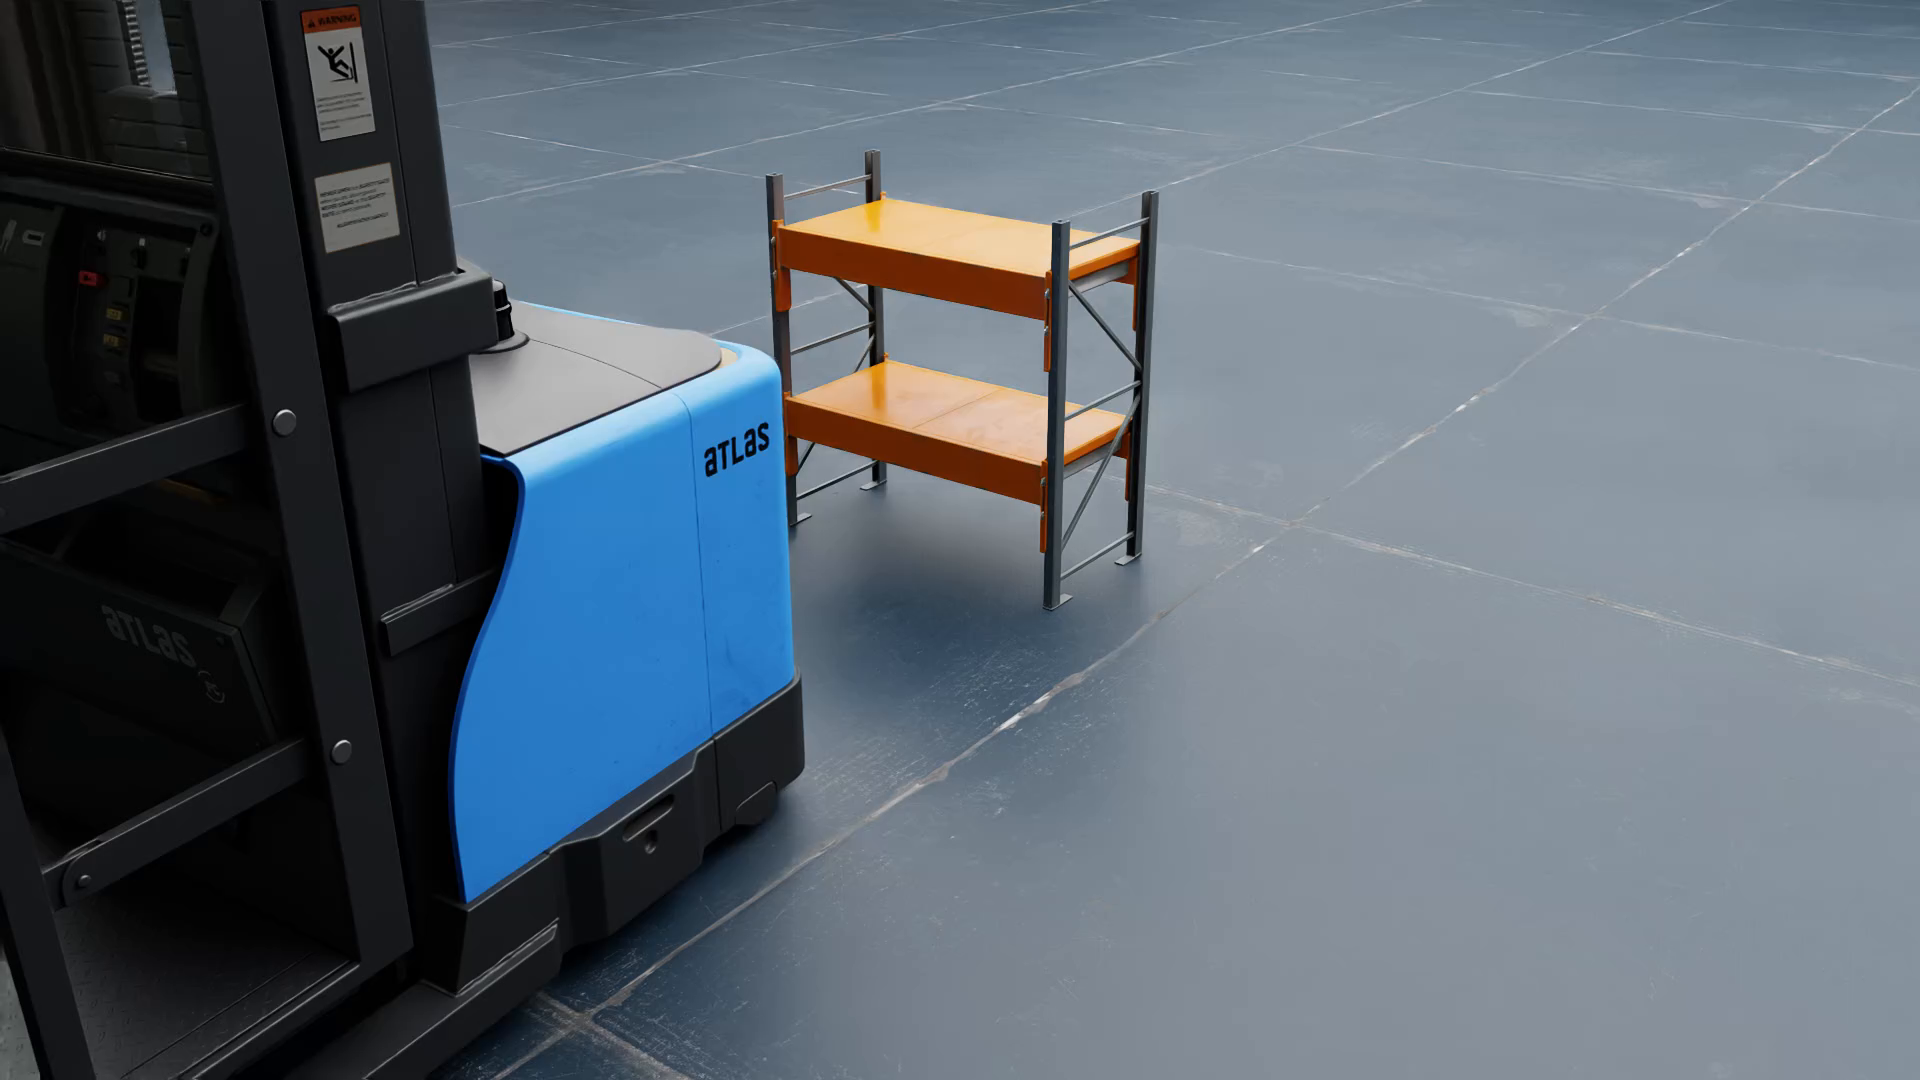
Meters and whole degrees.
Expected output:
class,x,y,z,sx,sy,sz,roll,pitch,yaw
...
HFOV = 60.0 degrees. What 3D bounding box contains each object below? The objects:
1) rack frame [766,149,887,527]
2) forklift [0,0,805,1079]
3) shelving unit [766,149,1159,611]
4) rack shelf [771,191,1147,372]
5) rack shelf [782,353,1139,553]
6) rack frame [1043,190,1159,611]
class,x,y,z,sx,sy,sz,roll,pitch,yaw
rack frame,-0.412,-0.639,5.306,0.032,1.125,0.500,17,29,33
forklift,-1.561,-0.353,2.416,1.130,2.935,3.031,14,27,29
shelving unit,-0.005,-0.516,5.027,1.048,1.125,0.538,17,29,33
rack shelf,-0.005,-0.784,4.909,1.000,0.278,0.538,17,29,33
rack shelf,-0.005,-0.293,5.125,1.000,0.278,0.538,17,29,33
rack frame,0.401,-0.393,4.748,0.032,1.125,0.500,17,29,33
